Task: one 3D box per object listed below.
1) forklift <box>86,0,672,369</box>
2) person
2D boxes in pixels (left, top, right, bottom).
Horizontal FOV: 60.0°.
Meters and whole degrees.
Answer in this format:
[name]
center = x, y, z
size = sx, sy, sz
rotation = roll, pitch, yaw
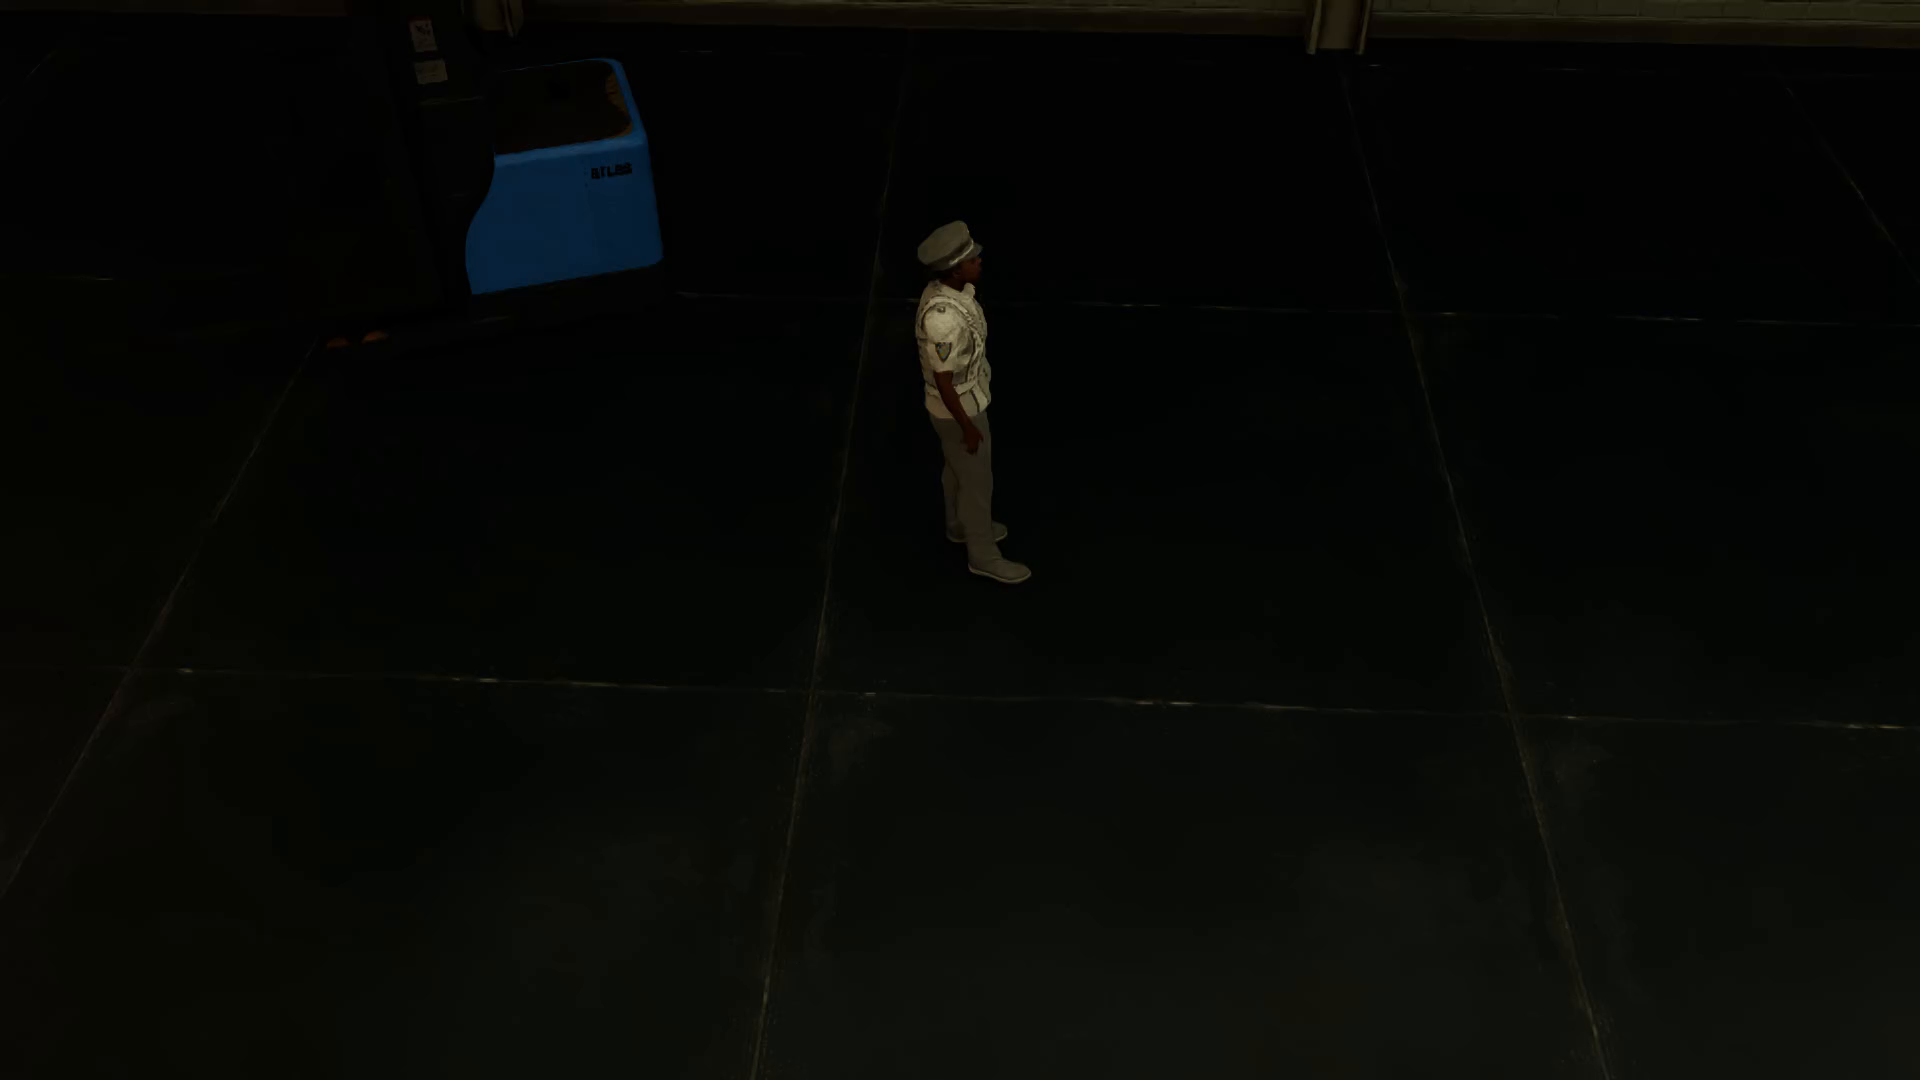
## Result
[forklift]
center = -3.193, -2.399, 8.370
size = 3.031, 2.935, 1.130
rotation = -12, 44, -13
[person]
center = 0.074, -0.615, 7.324
size = 0.529, 1.693, 0.570
rotation = 2, 42, 2
